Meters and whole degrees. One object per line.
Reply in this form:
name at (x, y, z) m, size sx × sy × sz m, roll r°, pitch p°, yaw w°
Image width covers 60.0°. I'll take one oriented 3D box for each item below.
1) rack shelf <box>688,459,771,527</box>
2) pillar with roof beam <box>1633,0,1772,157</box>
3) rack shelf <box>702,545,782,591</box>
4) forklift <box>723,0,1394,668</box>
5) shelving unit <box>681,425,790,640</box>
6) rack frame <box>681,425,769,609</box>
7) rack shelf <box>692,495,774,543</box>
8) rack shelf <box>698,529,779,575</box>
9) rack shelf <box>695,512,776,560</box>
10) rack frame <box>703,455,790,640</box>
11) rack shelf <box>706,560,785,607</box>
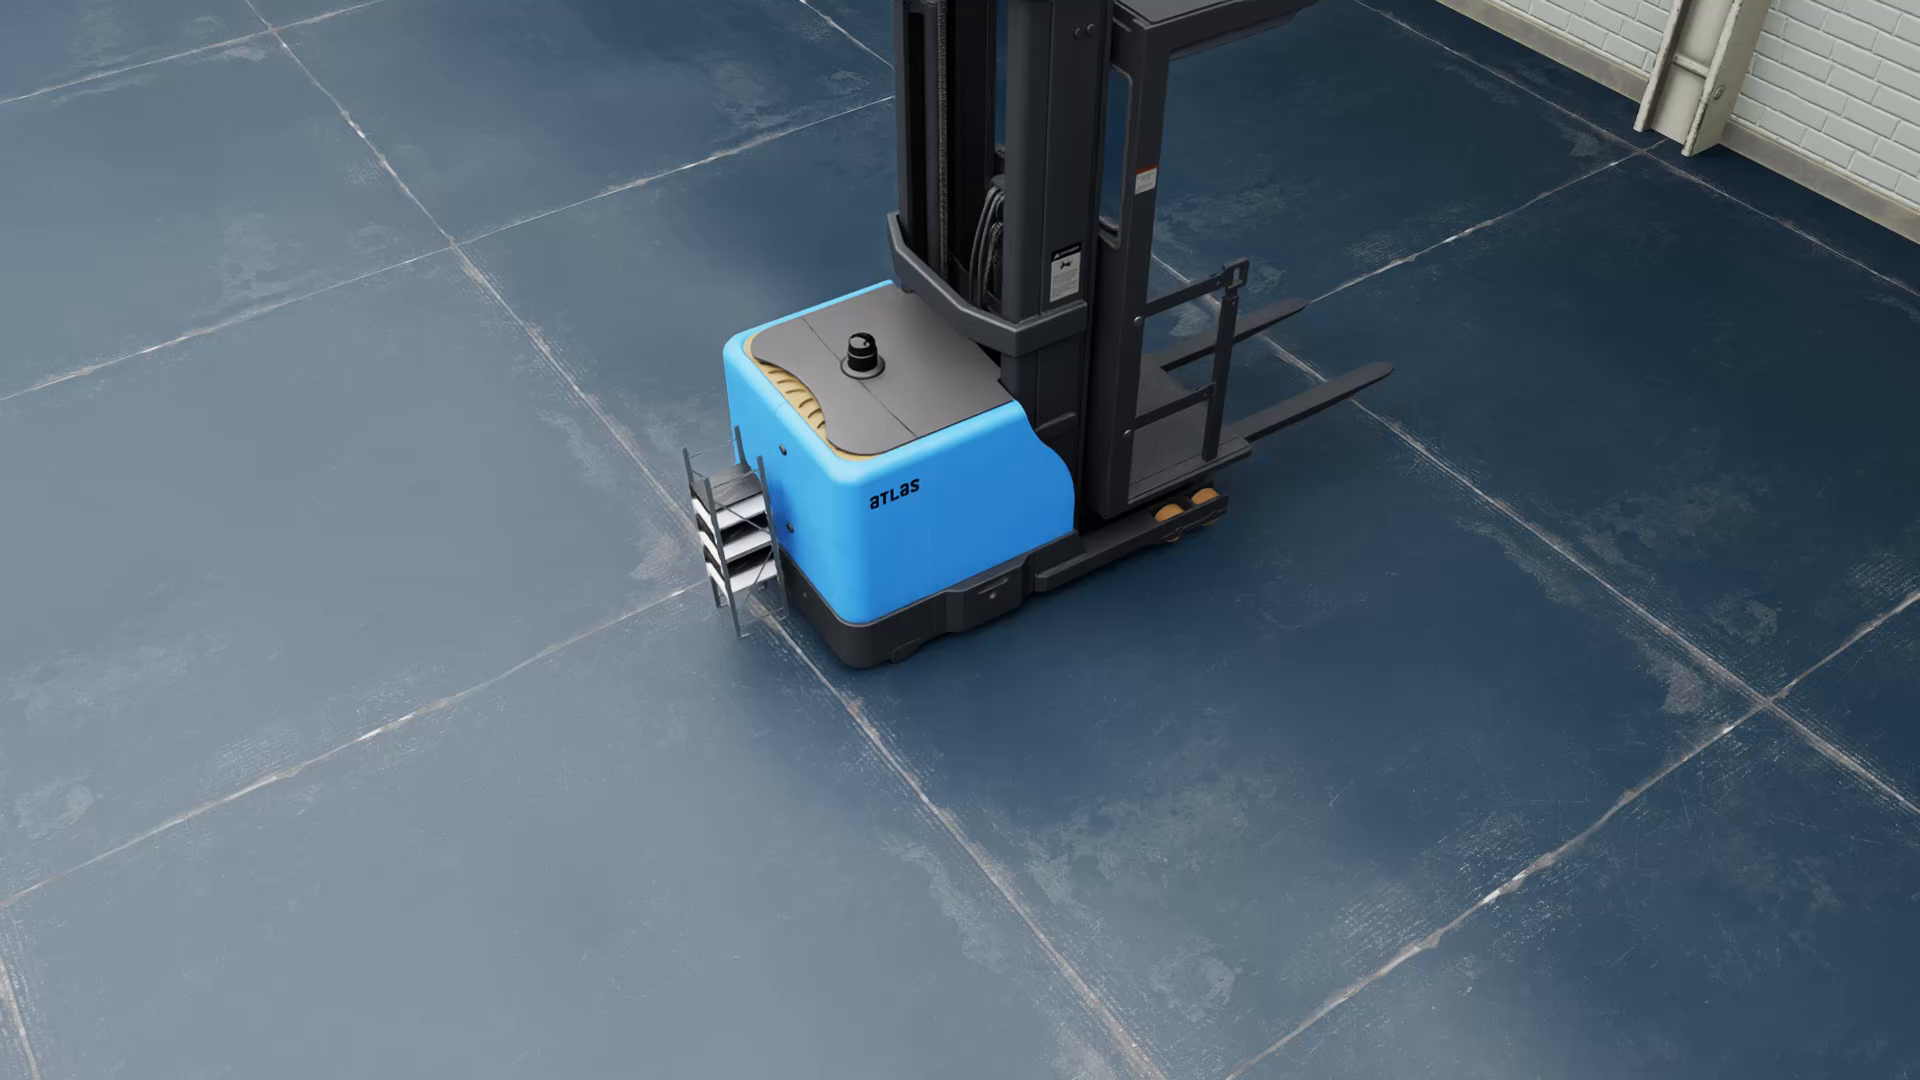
rack shelf at (-0.892, -0.184, 6.430) m, size 0.258 × 0.077 × 0.200 m, roll -24°, pitch 49°, yaw -19°
pillar with roof beam at (0.664, -3.925, 4.835) m, size 9.100 × 9.000 × 0.400 m, roll -26°, pitch 49°, yaw -24°
rack shelf at (-0.875, 0.070, 6.684) m, size 0.258 × 0.077 × 0.200 m, roll -24°, pitch 49°, yaw -19°
forklift at (0.573, -1.337, 6.519) m, size 3.031 × 2.935 × 1.130 m, roll -24°, pitch 49°, yaw -23°
shelving unit at (-0.881, -0.017, 6.597) m, size 0.258 × 0.900 × 0.210 m, roll -24°, pitch 49°, yaw -19°
rack frame at (-0.932, -0.077, 6.661) m, size 0.240 × 0.900 × 0.006 m, roll -24°, pitch 49°, yaw -19°
rack shelf at (-0.888, -0.120, 6.493) m, size 0.258 × 0.077 × 0.200 m, roll -24°, pitch 49°, yaw -19°
rack shelf at (-0.879, 0.007, 6.621) m, size 0.258 × 0.077 × 0.200 m, roll -24°, pitch 49°, yaw -19°
rack shelf at (-0.883, -0.057, 6.557) m, size 0.258 × 0.077 × 0.200 m, roll -24°, pitch 49°, yaw -19°
rack frame at (-0.829, 0.044, 6.534) m, size 0.240 × 0.900 × 0.006 m, roll -24°, pitch 49°, yaw -19°
rack shelf at (-0.871, 0.134, 6.748) m, size 0.258 × 0.077 × 0.200 m, roll -24°, pitch 49°, yaw -19°
